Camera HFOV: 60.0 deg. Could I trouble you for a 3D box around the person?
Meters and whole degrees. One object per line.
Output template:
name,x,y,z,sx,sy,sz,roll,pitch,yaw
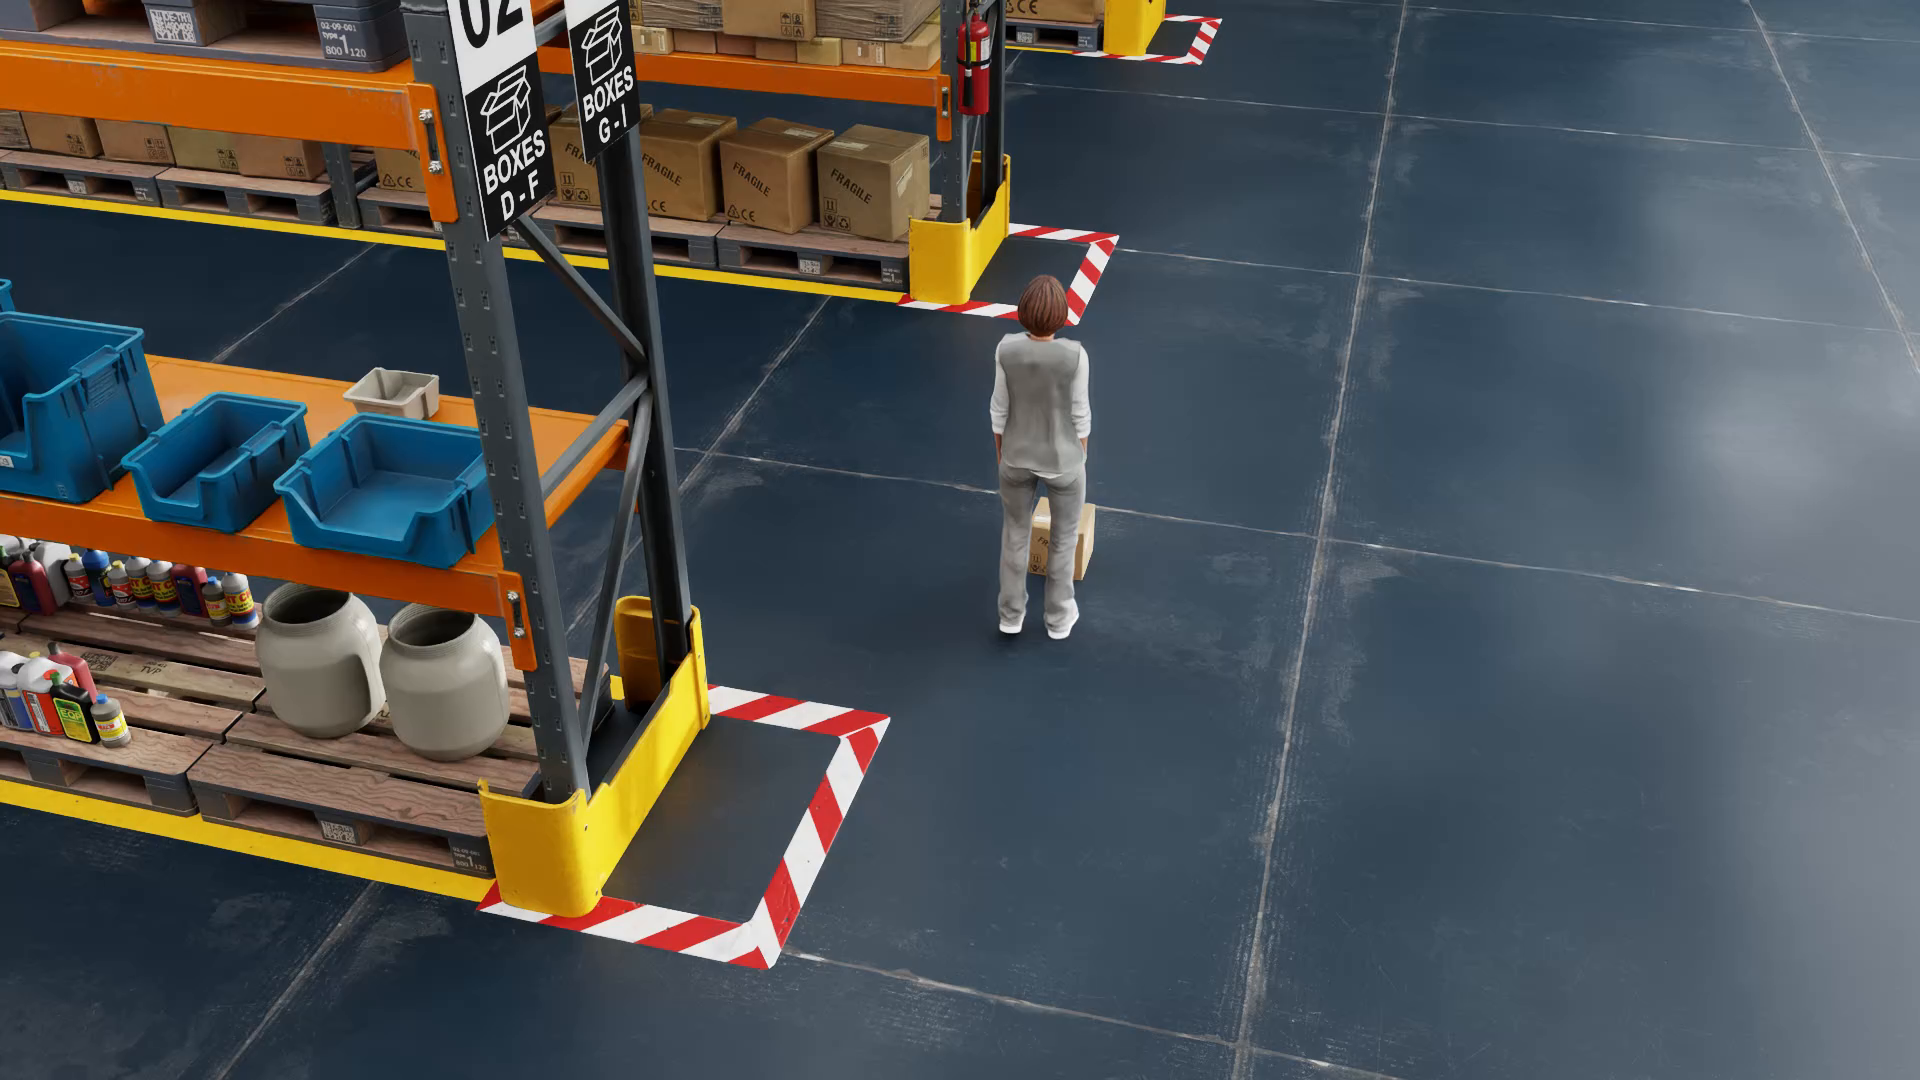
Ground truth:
person,0.315,-0.307,6.640,0.405,1.620,0.316,9,34,13
